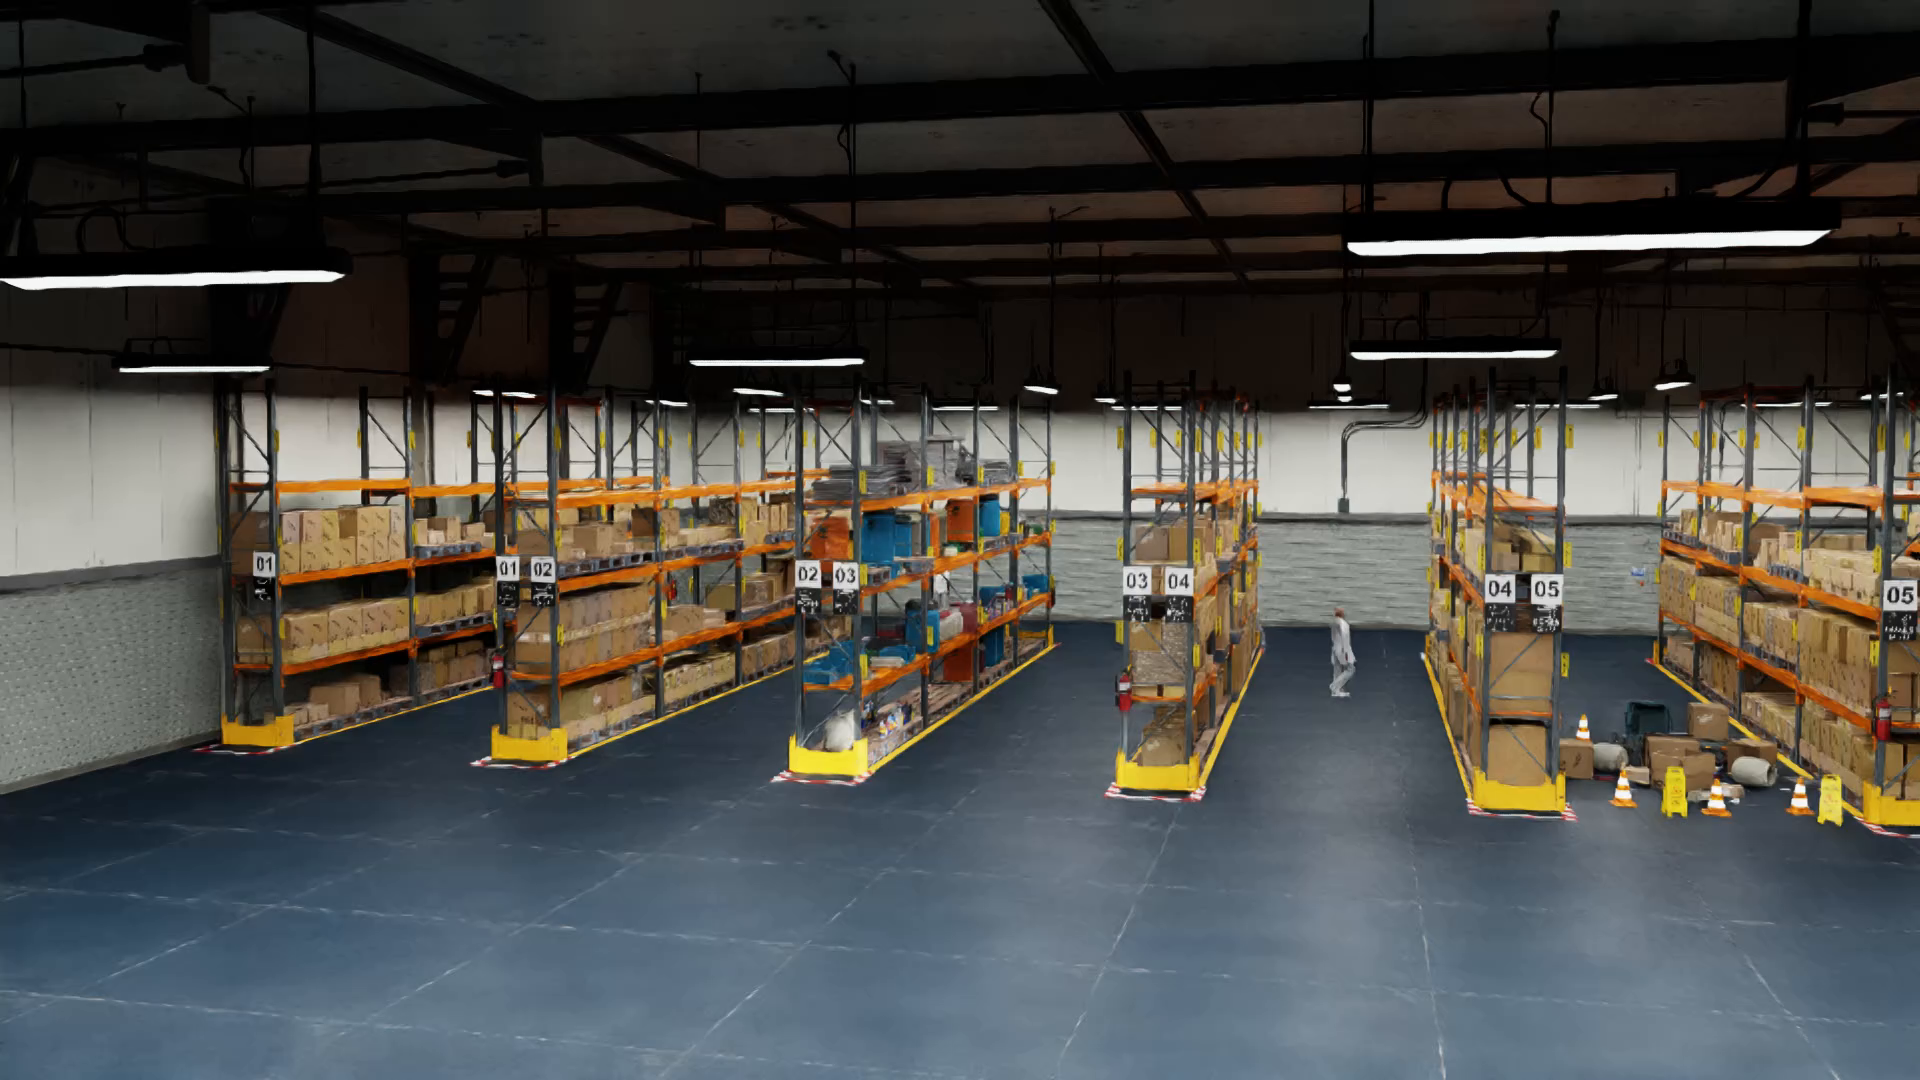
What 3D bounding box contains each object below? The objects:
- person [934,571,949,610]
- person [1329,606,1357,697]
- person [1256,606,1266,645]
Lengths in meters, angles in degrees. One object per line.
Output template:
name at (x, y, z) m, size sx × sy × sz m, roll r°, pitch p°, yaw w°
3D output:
person at (-0.583, 1.389, 45.699) m, size 0.612 × 1.754 × 0.579 m, roll -1°, pitch 4°, yaw -22°
person at (7.389, 2.177, 32.271) m, size 0.517 × 1.775 × 0.634 m, roll -1°, pitch 4°, yaw -13°
person at (7.115, 1.750, 40.439) m, size 0.687 × 1.657 × 0.488 m, roll -1°, pitch 3°, yaw -10°
